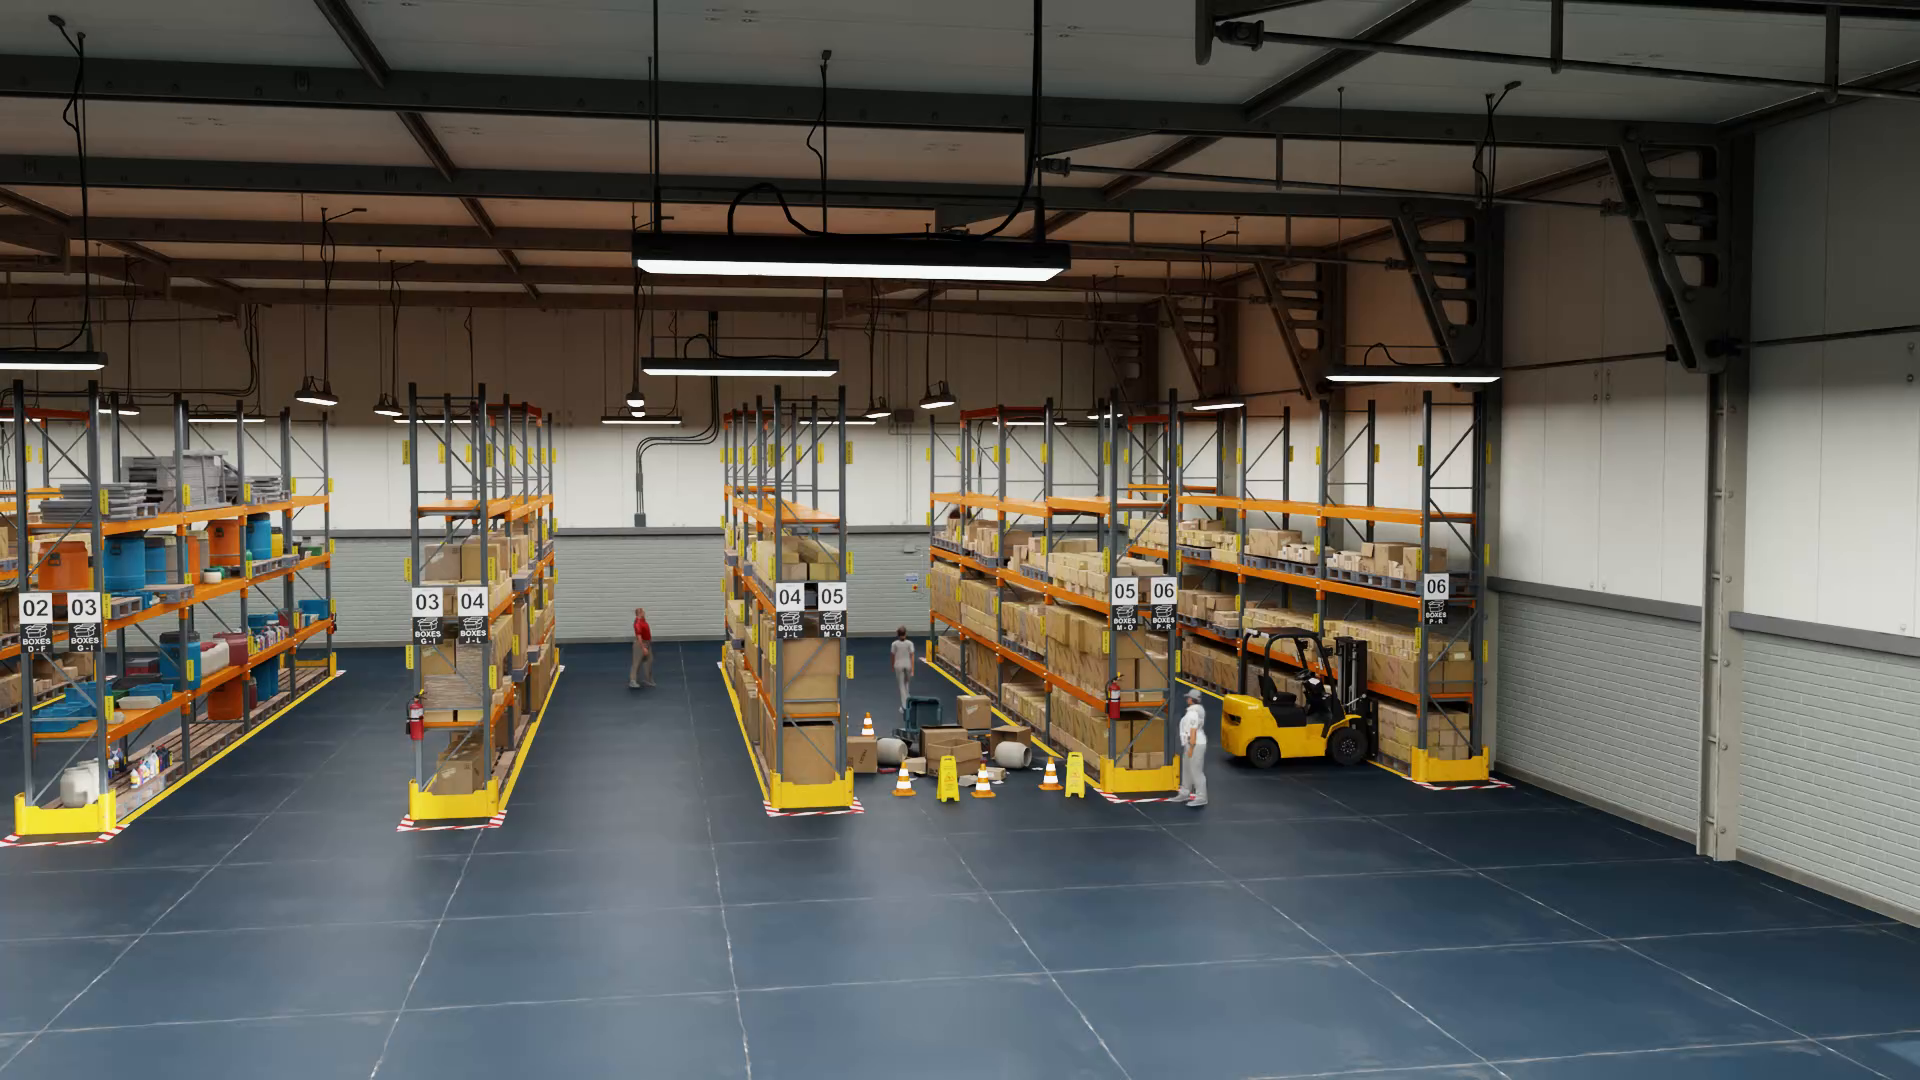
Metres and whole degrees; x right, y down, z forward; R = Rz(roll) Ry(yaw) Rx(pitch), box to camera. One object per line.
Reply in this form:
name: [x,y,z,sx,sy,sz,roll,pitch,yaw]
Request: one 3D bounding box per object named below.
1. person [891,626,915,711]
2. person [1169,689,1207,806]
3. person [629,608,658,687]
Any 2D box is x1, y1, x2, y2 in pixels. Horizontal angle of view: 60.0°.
person: [-1.137,2.519,32.435,0.440,1.692,0.675,-1,3,-19]
person: [3.277,2.967,23.843,0.527,1.676,0.538,0,3,6]
person: [-6.875,2.340,36.050,0.494,1.771,0.676,1,3,14]
